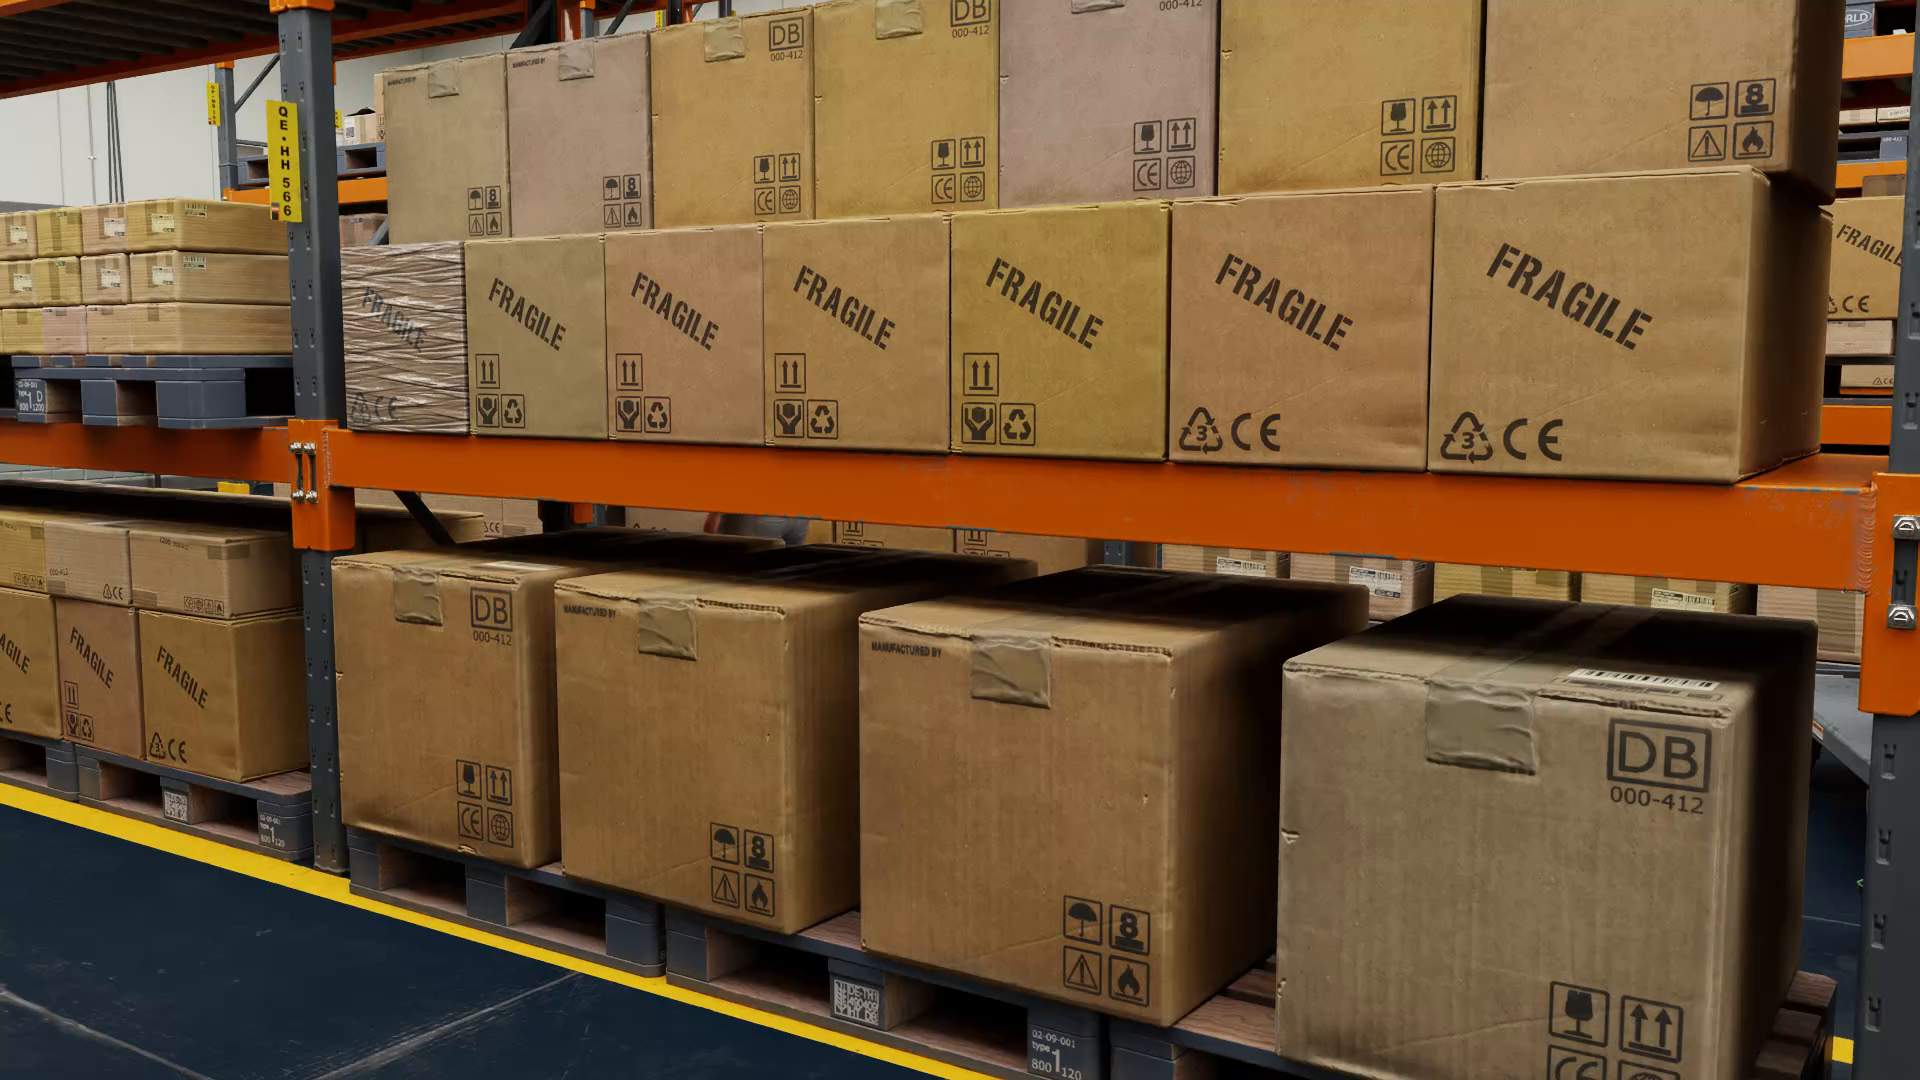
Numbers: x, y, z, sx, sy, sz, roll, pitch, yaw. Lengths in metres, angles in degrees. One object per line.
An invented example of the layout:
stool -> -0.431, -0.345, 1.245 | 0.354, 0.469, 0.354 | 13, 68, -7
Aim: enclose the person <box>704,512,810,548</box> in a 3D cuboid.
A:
person -> -0.836, -0.135, 6.878 | 0.464, 1.772, 0.589 | 4, 7, 32
